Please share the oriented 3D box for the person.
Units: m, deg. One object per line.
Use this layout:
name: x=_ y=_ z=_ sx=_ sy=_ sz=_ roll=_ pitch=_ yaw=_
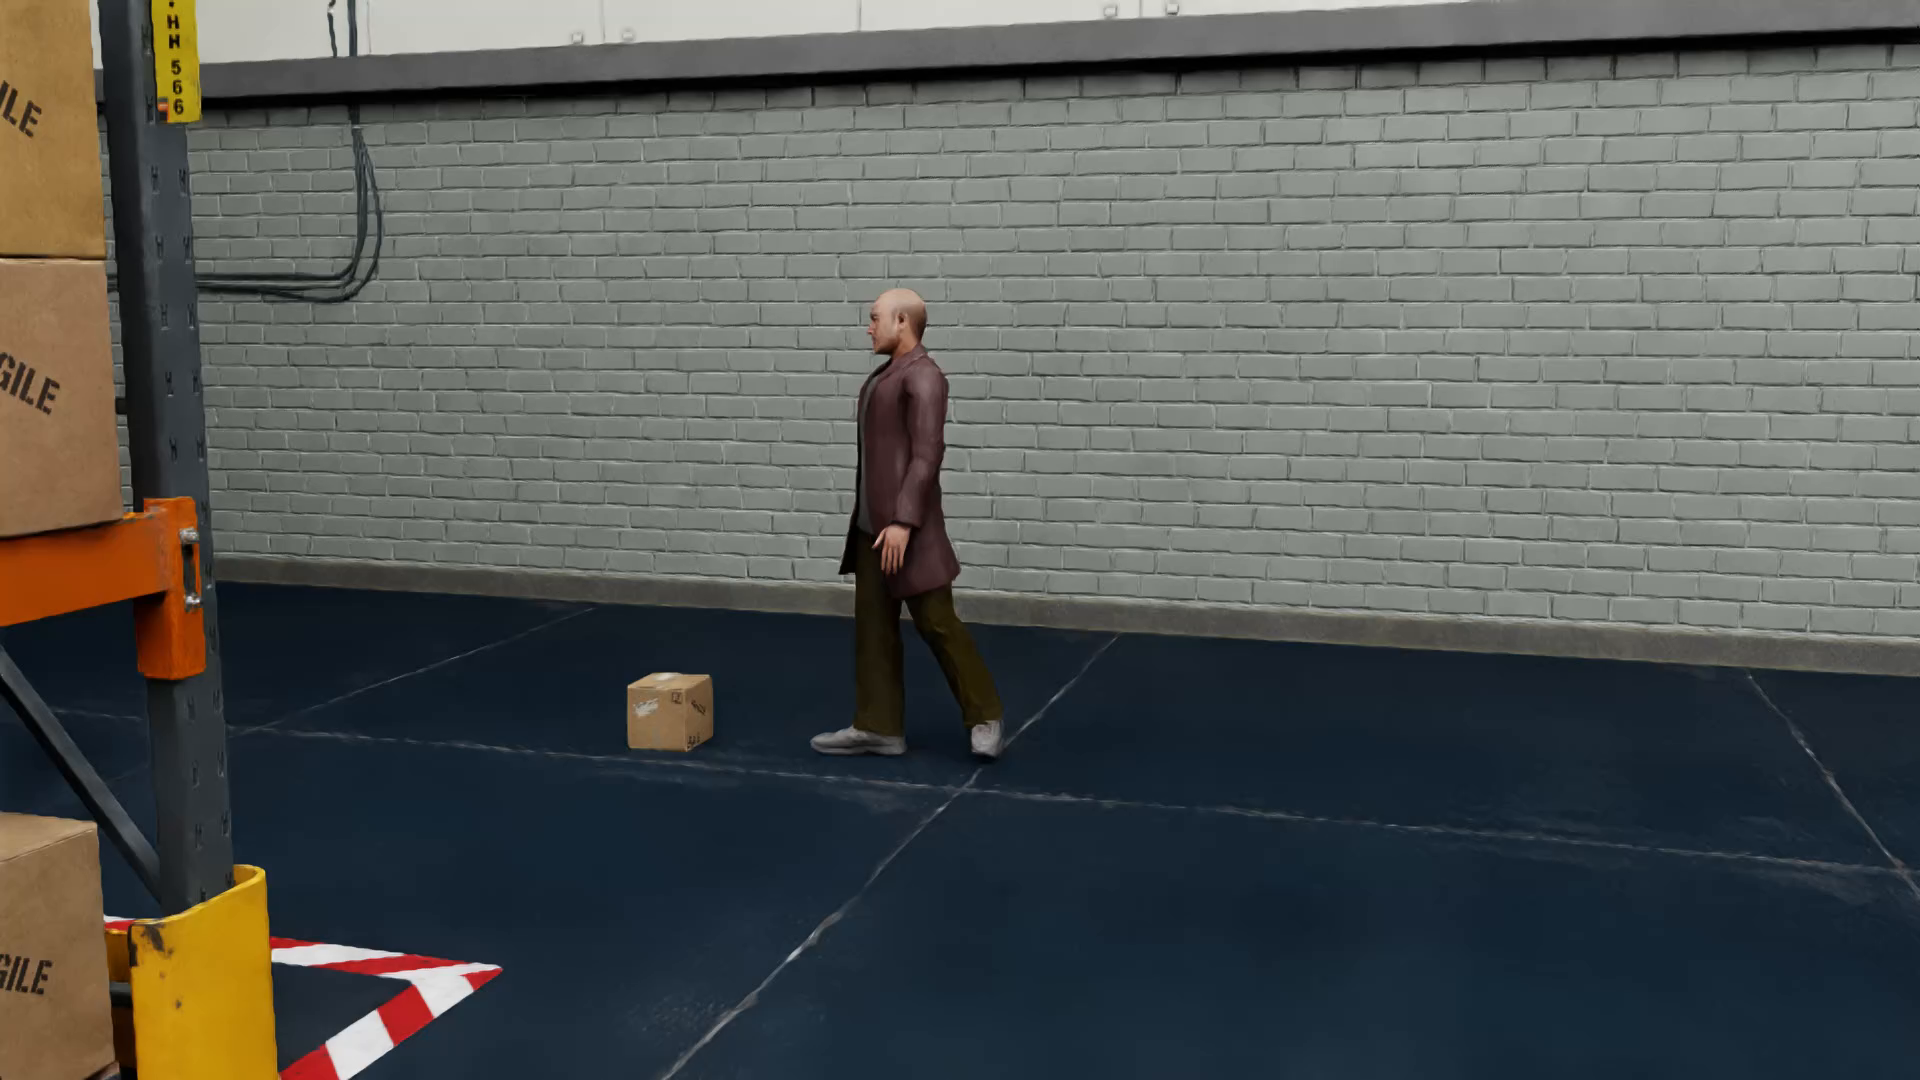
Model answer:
person: x=-0.189 y=-0.059 z=6.305 sx=0.730 sy=1.773 sz=0.683 roll=-3 pitch=9 yaw=-22
